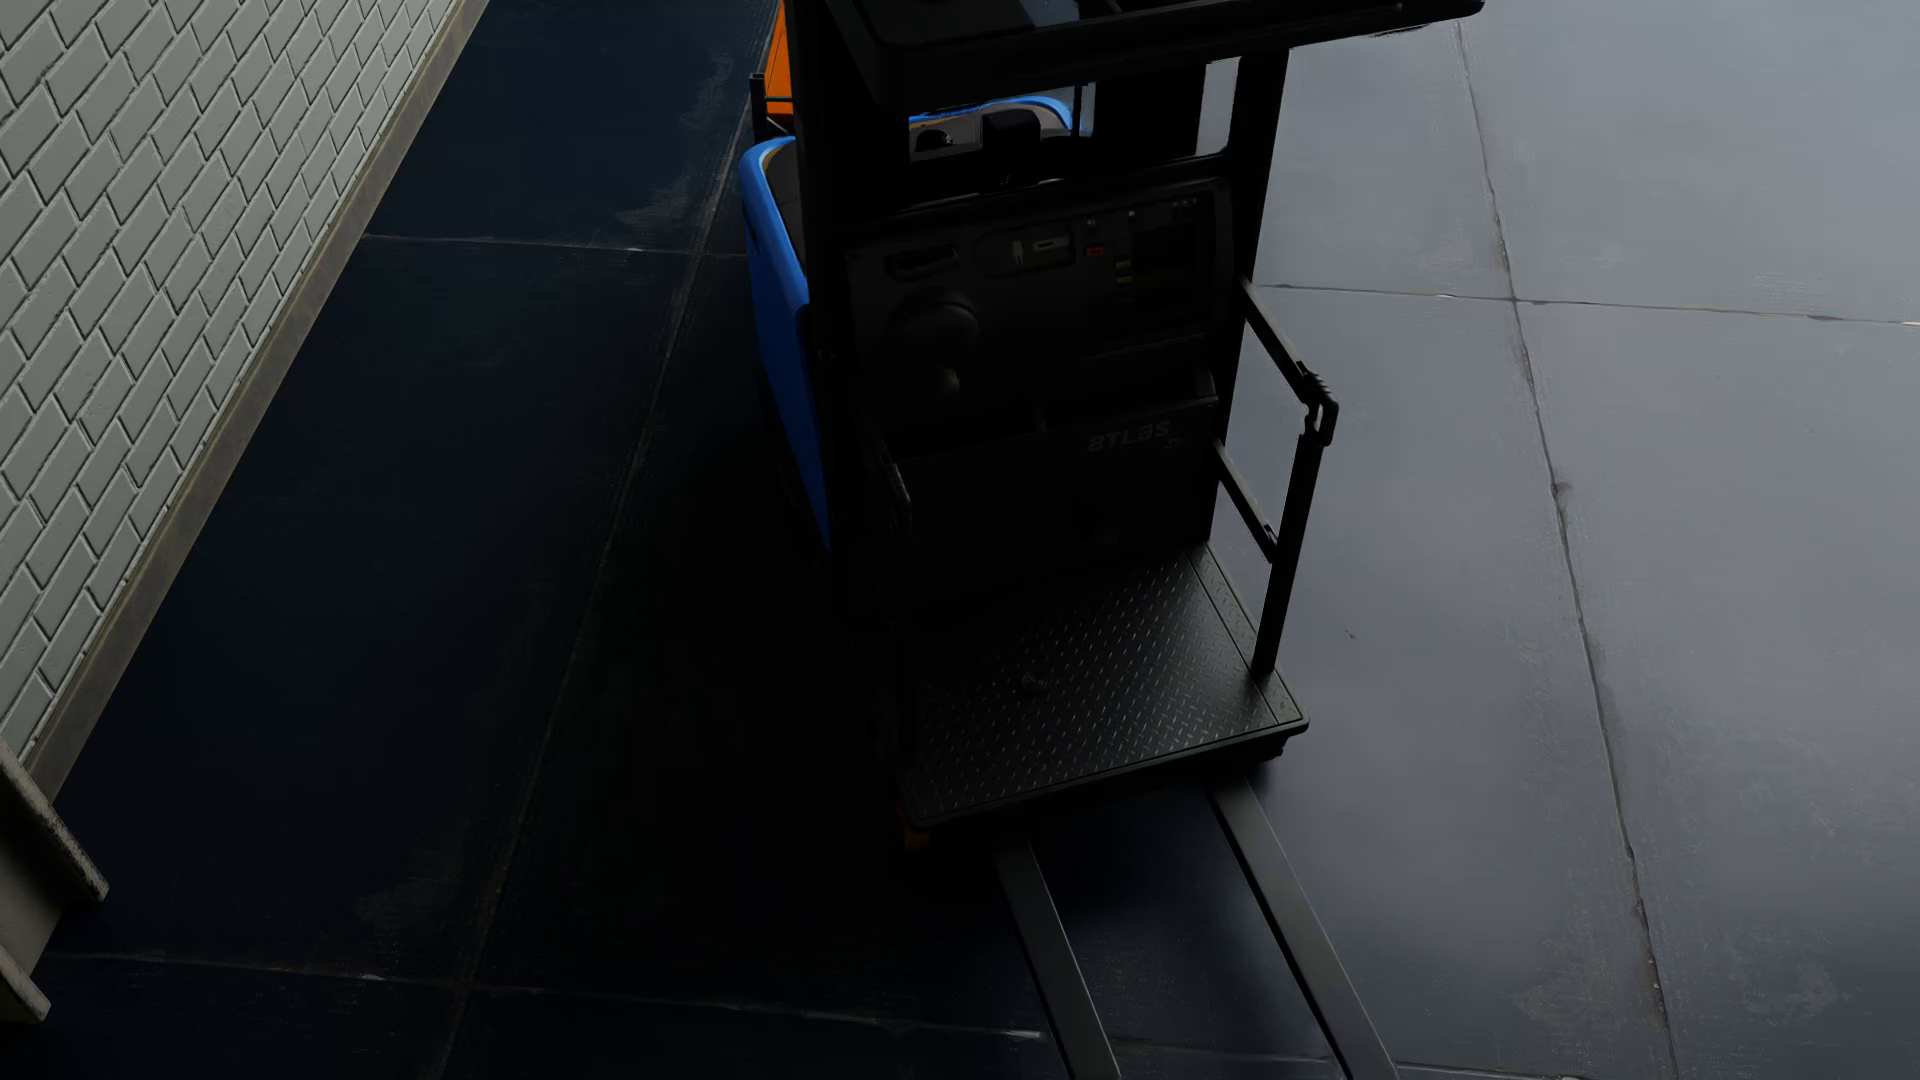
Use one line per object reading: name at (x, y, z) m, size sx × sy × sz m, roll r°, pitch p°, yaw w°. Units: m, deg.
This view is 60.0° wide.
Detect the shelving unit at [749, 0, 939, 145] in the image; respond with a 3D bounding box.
shelving unit at (-0.359, -1.383, 5.752) m, size 0.538 × 1.125 × 1.048 m, roll 2°, pitch 48°, yaw 2°

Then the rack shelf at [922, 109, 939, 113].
rack shelf at (-0.359, -1.218, 5.933) m, size 0.538 × 0.278 × 1.000 m, roll 2°, pitch 48°, yaw 2°

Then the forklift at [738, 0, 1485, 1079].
forklift at (0.260, -0.488, 3.710) m, size 1.130 × 2.935 × 3.031 m, roll -13°, pitch 49°, yaw -12°

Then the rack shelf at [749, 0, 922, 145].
rack shelf at (-0.359, -1.580, 5.536) m, size 0.538 × 0.278 × 1.000 m, roll 2°, pitch 48°, yaw 2°

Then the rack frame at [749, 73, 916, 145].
rack frame at (-0.384, -1.008, 5.410) m, size 0.500 × 1.125 × 0.032 m, roll 2°, pitch 48°, yaw 2°
